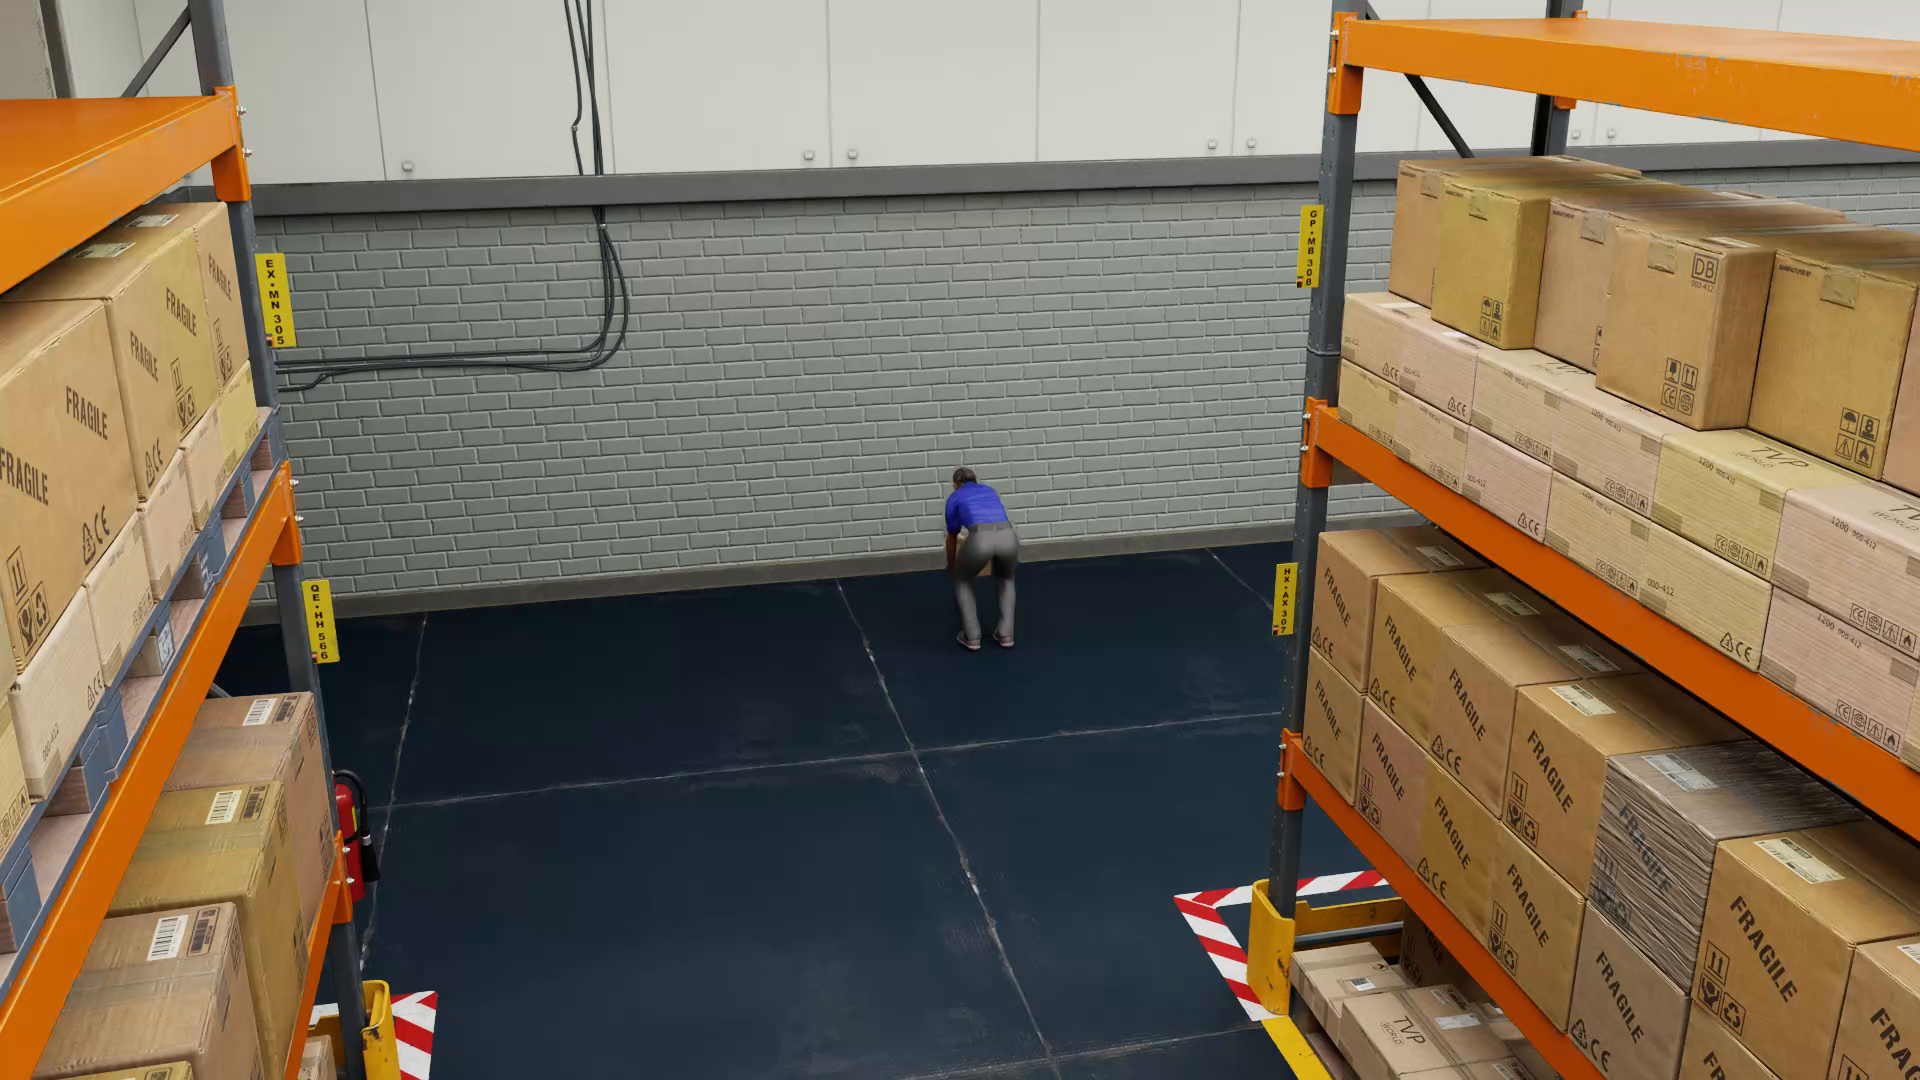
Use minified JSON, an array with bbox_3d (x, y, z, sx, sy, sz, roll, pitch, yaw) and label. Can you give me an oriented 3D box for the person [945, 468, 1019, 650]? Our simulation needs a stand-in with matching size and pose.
[{"bbox_3d":[0.135,0.129,11.518,0.446,1.123,0.847,-5,20,-15],"label":"person"}]
